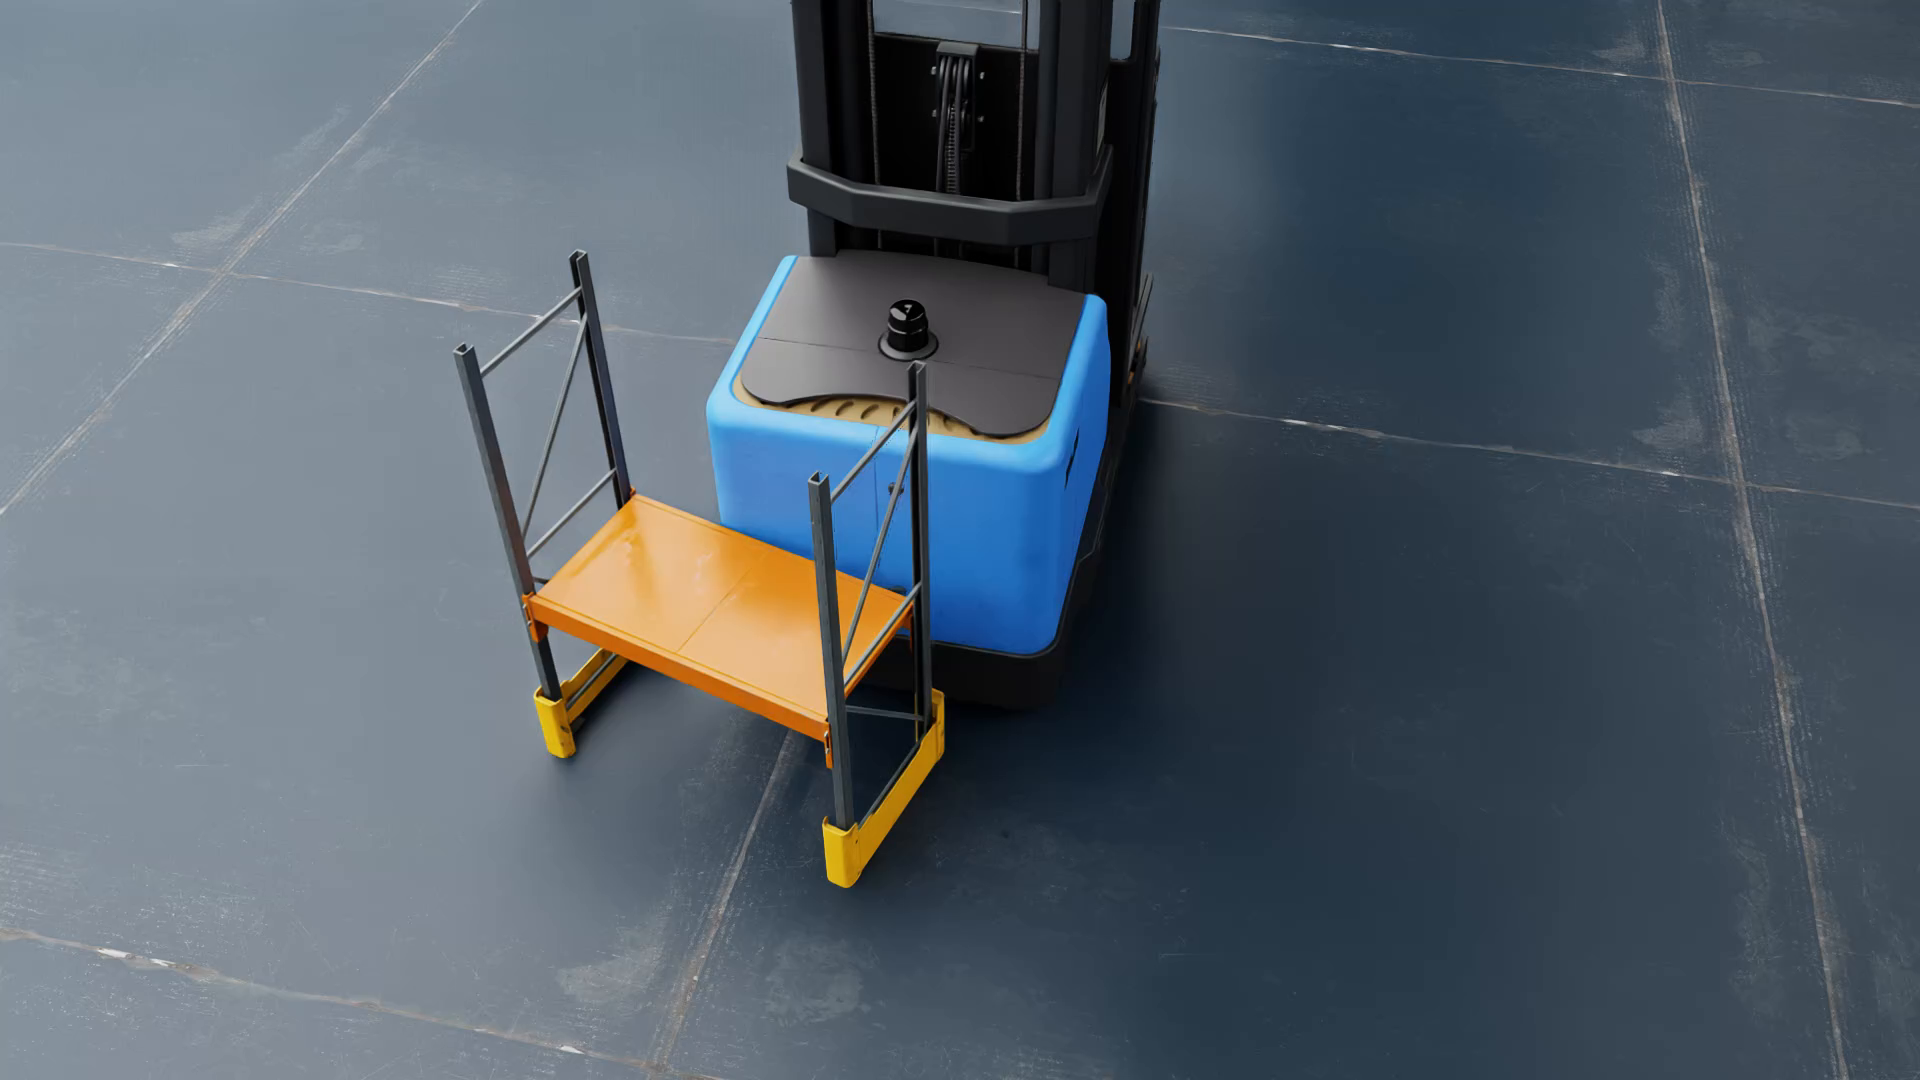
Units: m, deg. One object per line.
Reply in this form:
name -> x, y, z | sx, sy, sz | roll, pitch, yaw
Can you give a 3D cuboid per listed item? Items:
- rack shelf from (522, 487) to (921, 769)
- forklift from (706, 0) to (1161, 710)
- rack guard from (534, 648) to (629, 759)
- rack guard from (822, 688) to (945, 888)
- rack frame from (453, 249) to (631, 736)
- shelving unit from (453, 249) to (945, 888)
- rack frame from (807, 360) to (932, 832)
rack shelf -> -0.661, 0.225, 4.694 | 1.000, 0.185, 0.538 | 20, 47, 20
forklift -> 0.099, -1.572, 5.269 | 1.130, 2.935, 3.031 | 9, 45, 9
rack guard -> -1.094, 0.388, 5.167 | 0.087, 0.250, 0.587 | 20, 47, 20
rack guard -> -0.213, 0.711, 4.831 | 0.087, 0.250, 0.587 | 20, 47, 20
rack frame -> -1.111, -0.069, 4.740 | 0.032, 1.500, 0.500 | 20, 47, 20
shelving unit -> -0.653, 0.099, 4.566 | 1.083, 1.500, 0.587 | 20, 47, 20
rack frame -> -0.212, 0.261, 4.398 | 0.032, 1.500, 0.500 | 20, 47, 20
